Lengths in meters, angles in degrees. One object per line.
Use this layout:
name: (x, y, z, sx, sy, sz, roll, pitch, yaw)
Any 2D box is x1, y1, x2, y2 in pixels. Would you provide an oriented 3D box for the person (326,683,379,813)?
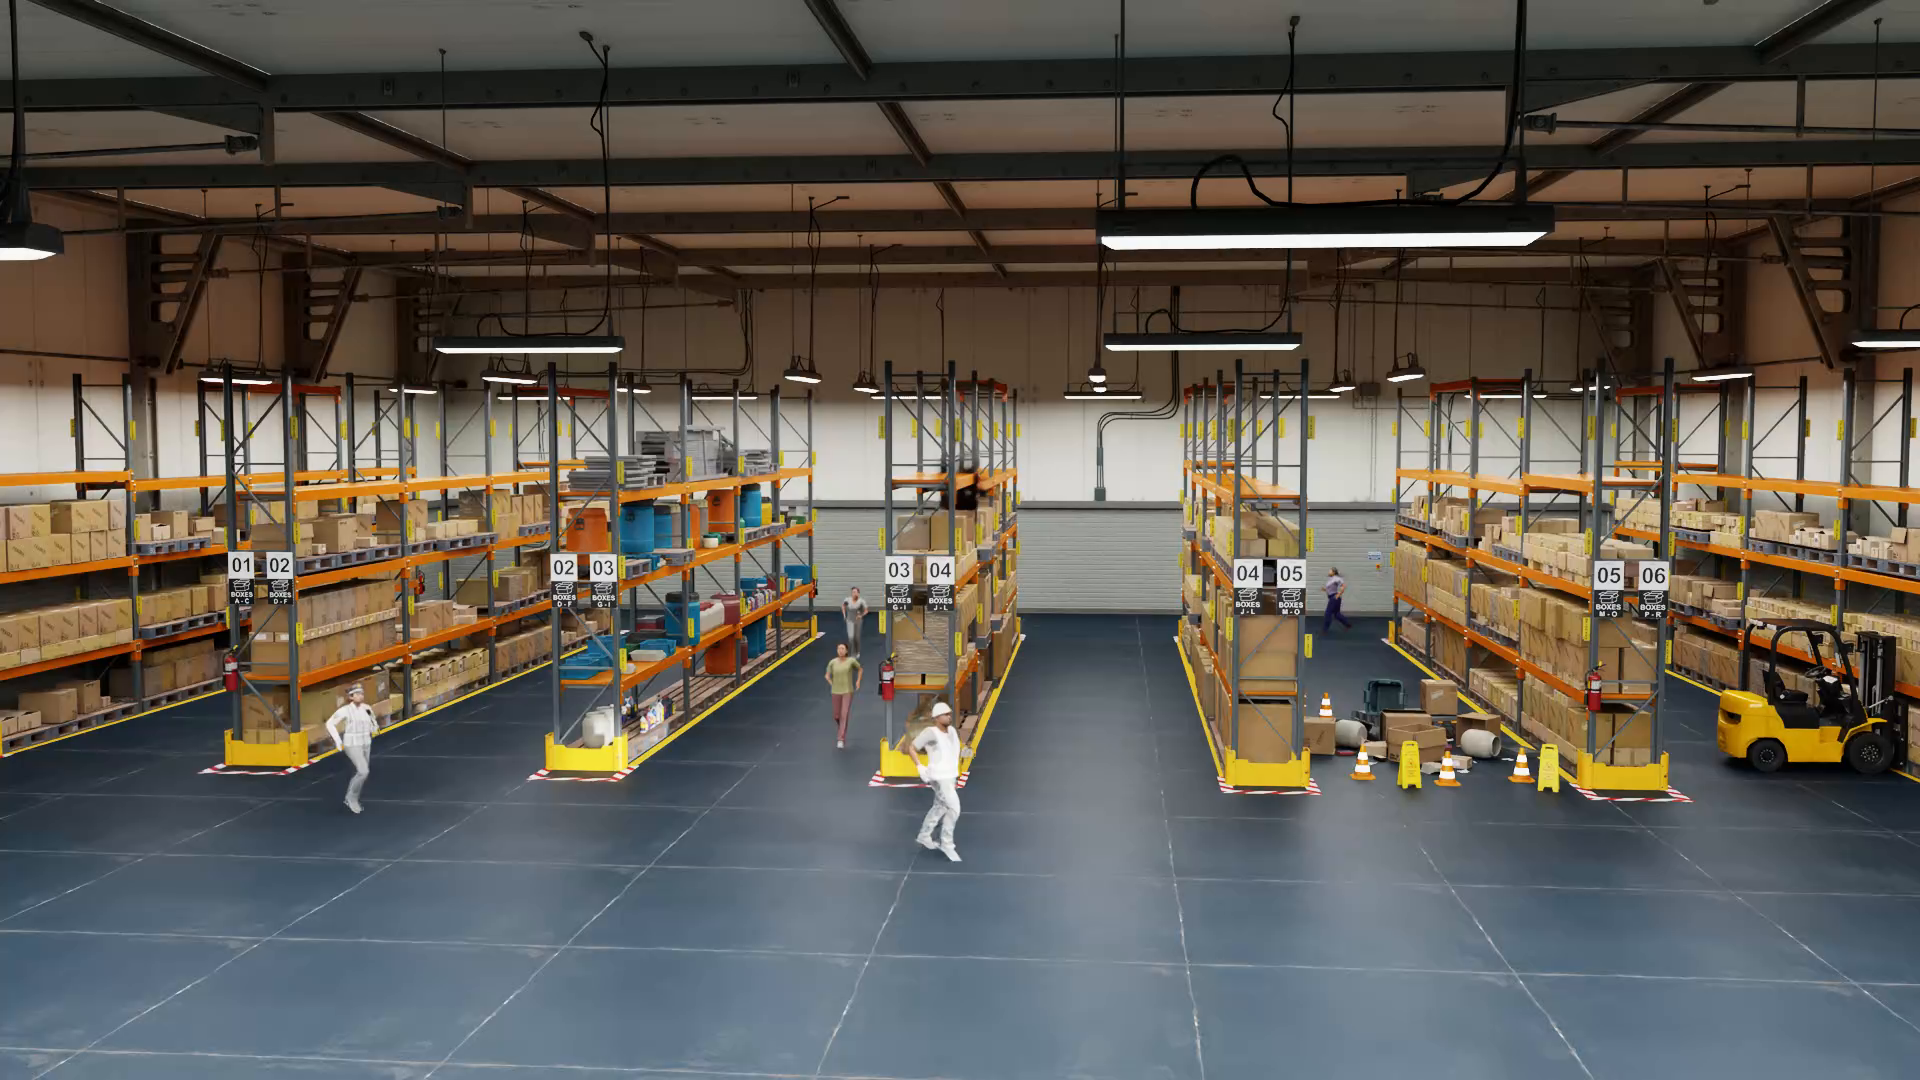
person: (-7.890, 2.725, 21.812, 0.668, 1.692, 0.583, 2, 4, 31)

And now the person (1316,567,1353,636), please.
person: (9.141, 1.502, 40.560, 0.905, 1.680, 0.618, 0, 4, 5)

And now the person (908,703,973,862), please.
person: (-0.204, 2.829, 19.509, 0.775, 1.843, 0.658, 2, 4, 28)

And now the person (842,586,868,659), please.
person: (-2.270, 1.821, 35.903, 0.576, 1.672, 0.941, 0, 4, -1)

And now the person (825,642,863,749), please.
person: (-1.859, 2.436, 26.440, 0.592, 1.633, 0.970, 0, 4, 4)
